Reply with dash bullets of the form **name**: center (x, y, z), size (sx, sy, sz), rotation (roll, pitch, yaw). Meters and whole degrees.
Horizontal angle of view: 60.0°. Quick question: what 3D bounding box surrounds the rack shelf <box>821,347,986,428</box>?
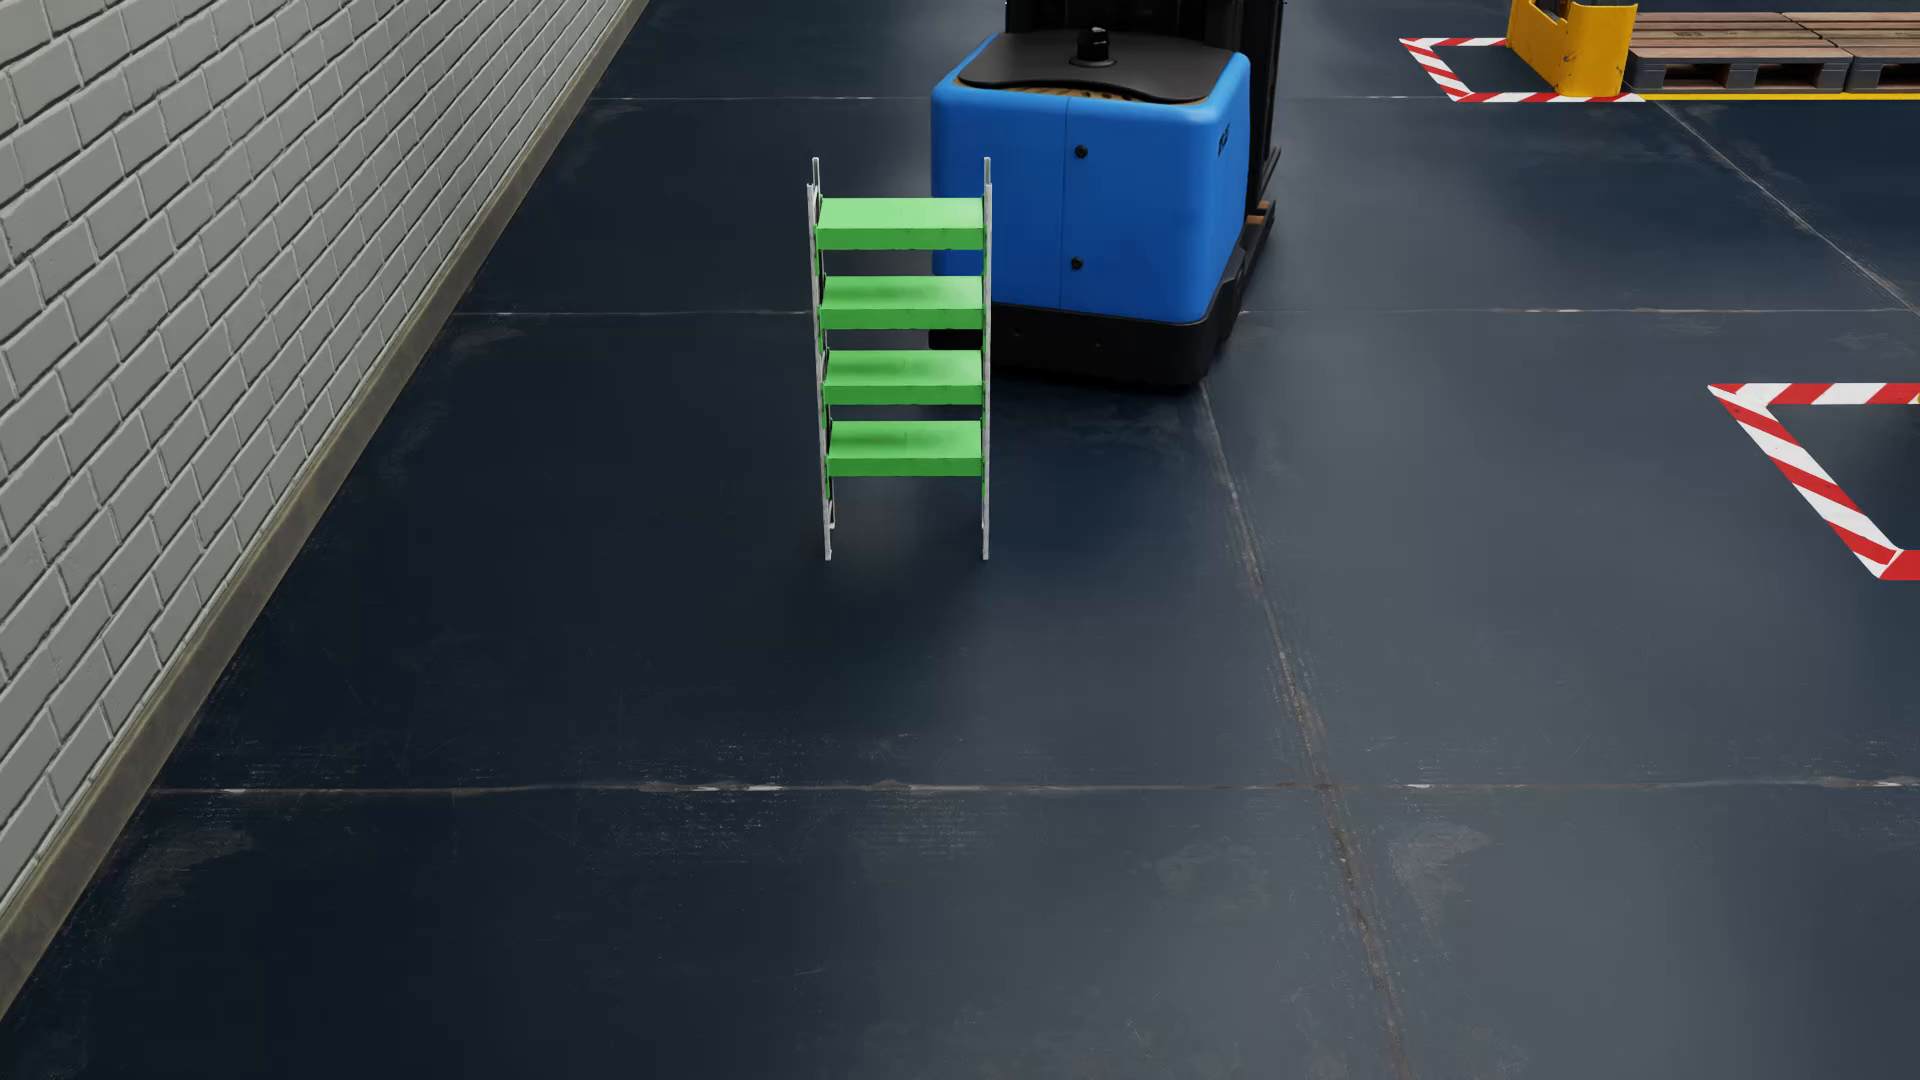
- **rack shelf**: center (-0.166, -0.458, 4.971), size (0.480, 0.148, 0.258), rotation (0, 31, 0)

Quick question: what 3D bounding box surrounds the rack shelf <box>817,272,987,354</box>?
- **rack shelf**: center (-0.166, -0.663, 4.847), size (0.480, 0.148, 0.258), rotation (0, 31, 0)

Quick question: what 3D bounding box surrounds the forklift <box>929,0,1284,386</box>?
- **forklift**: center (0.792, -2.568, 6.657), size (1.130, 2.935, 3.031), rotation (9, 32, 14)

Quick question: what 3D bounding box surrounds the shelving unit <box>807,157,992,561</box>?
- **shelving unit**: center (-0.166, -0.512, 4.938), size (0.503, 1.200, 0.258), rotation (0, 31, 0)

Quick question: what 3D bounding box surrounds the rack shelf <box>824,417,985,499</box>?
- **rack shelf**: center (-0.166, -0.253, 5.096), size (0.480, 0.148, 0.258), rotation (0, 31, 0)

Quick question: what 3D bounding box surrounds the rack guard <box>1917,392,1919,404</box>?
- **rack guard**: center (3.678, -0.445, 5.501), size (0.348, 0.500, 1.175), rotation (0, 31, 0)

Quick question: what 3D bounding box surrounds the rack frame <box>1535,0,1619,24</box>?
- **rack frame**: center (3.576, -4.082, 9.087), size (0.127, 3.000, 1.000), rotation (0, 31, 0)

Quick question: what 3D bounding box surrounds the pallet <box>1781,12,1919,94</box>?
- **pallet**: center (5.618, -2.875, 9.785), size (1.213, 0.211, 1.003), rotation (0, 31, 0)

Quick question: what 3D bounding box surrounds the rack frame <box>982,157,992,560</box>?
- **rack frame**: center (0.078, -0.513, 4.939), size (0.015, 1.200, 0.240), rotation (0, 31, 0)

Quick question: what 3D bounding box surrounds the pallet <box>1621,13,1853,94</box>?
- **pallet**: center (4.401, -2.873, 9.781), size (1.213, 0.211, 1.003), rotation (0, 31, 0)

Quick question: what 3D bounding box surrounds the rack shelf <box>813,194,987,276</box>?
- **rack shelf**: center (-0.166, -0.868, 4.722), size (0.480, 0.148, 0.258), rotation (0, 31, 0)

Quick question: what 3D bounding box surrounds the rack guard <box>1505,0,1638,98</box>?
- **rack guard**: center (3.552, -3.007, 9.724), size (0.348, 0.500, 1.175), rotation (0, 31, 0)

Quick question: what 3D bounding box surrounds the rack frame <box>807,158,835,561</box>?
- **rack frame**: center (-0.410, -0.512, 4.937), size (0.015, 1.200, 0.240), rotation (0, 31, 0)
